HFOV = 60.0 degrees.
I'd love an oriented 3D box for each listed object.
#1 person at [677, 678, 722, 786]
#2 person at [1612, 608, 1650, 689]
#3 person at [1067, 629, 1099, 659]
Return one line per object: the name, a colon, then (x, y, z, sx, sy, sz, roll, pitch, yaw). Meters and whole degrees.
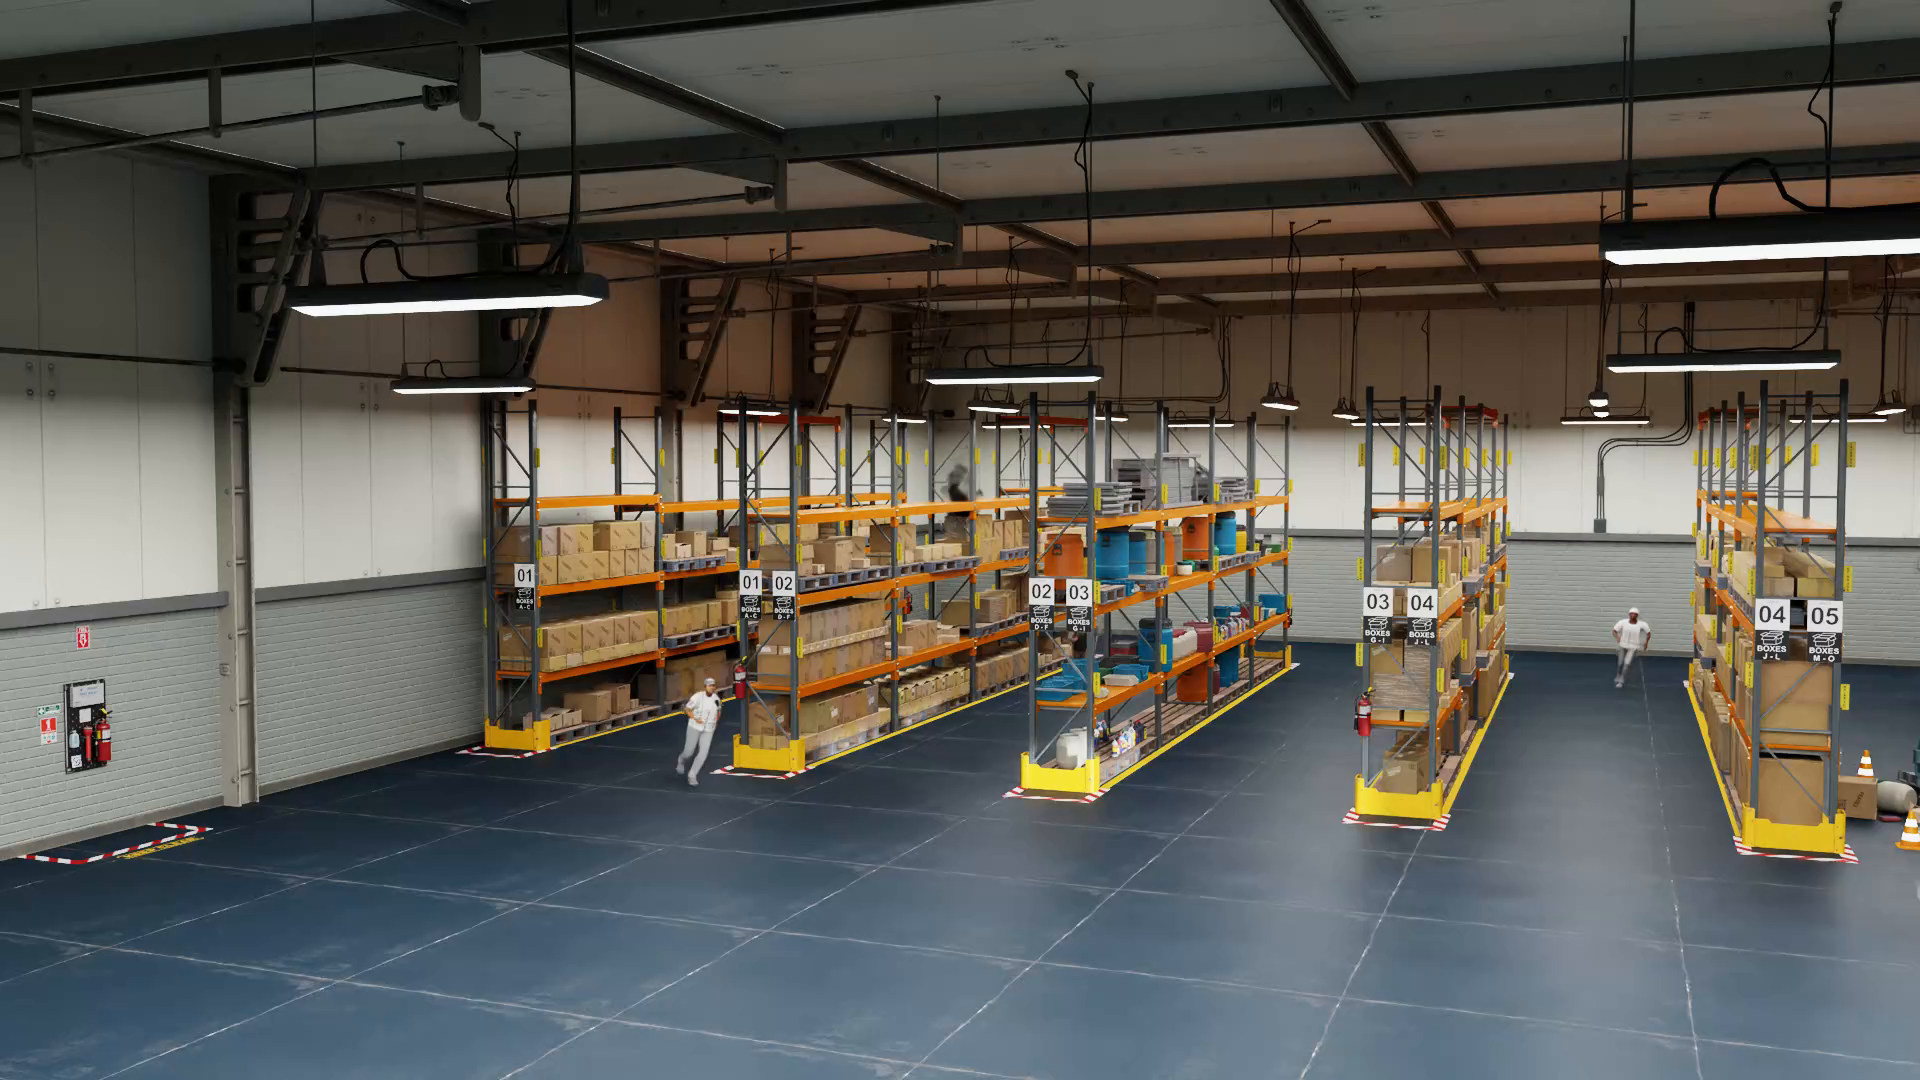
person: (-4.006, 2.942, 25.821, 0.663, 1.617, 0.810, -1, 3, -24)
person: (14.575, 2.335, 36.188, 0.762, 1.735, 0.969, 2, 3, 32)
person: (2.625, 2.384, 35.549, 0.673, 1.701, 0.859, 1, 3, 12)
